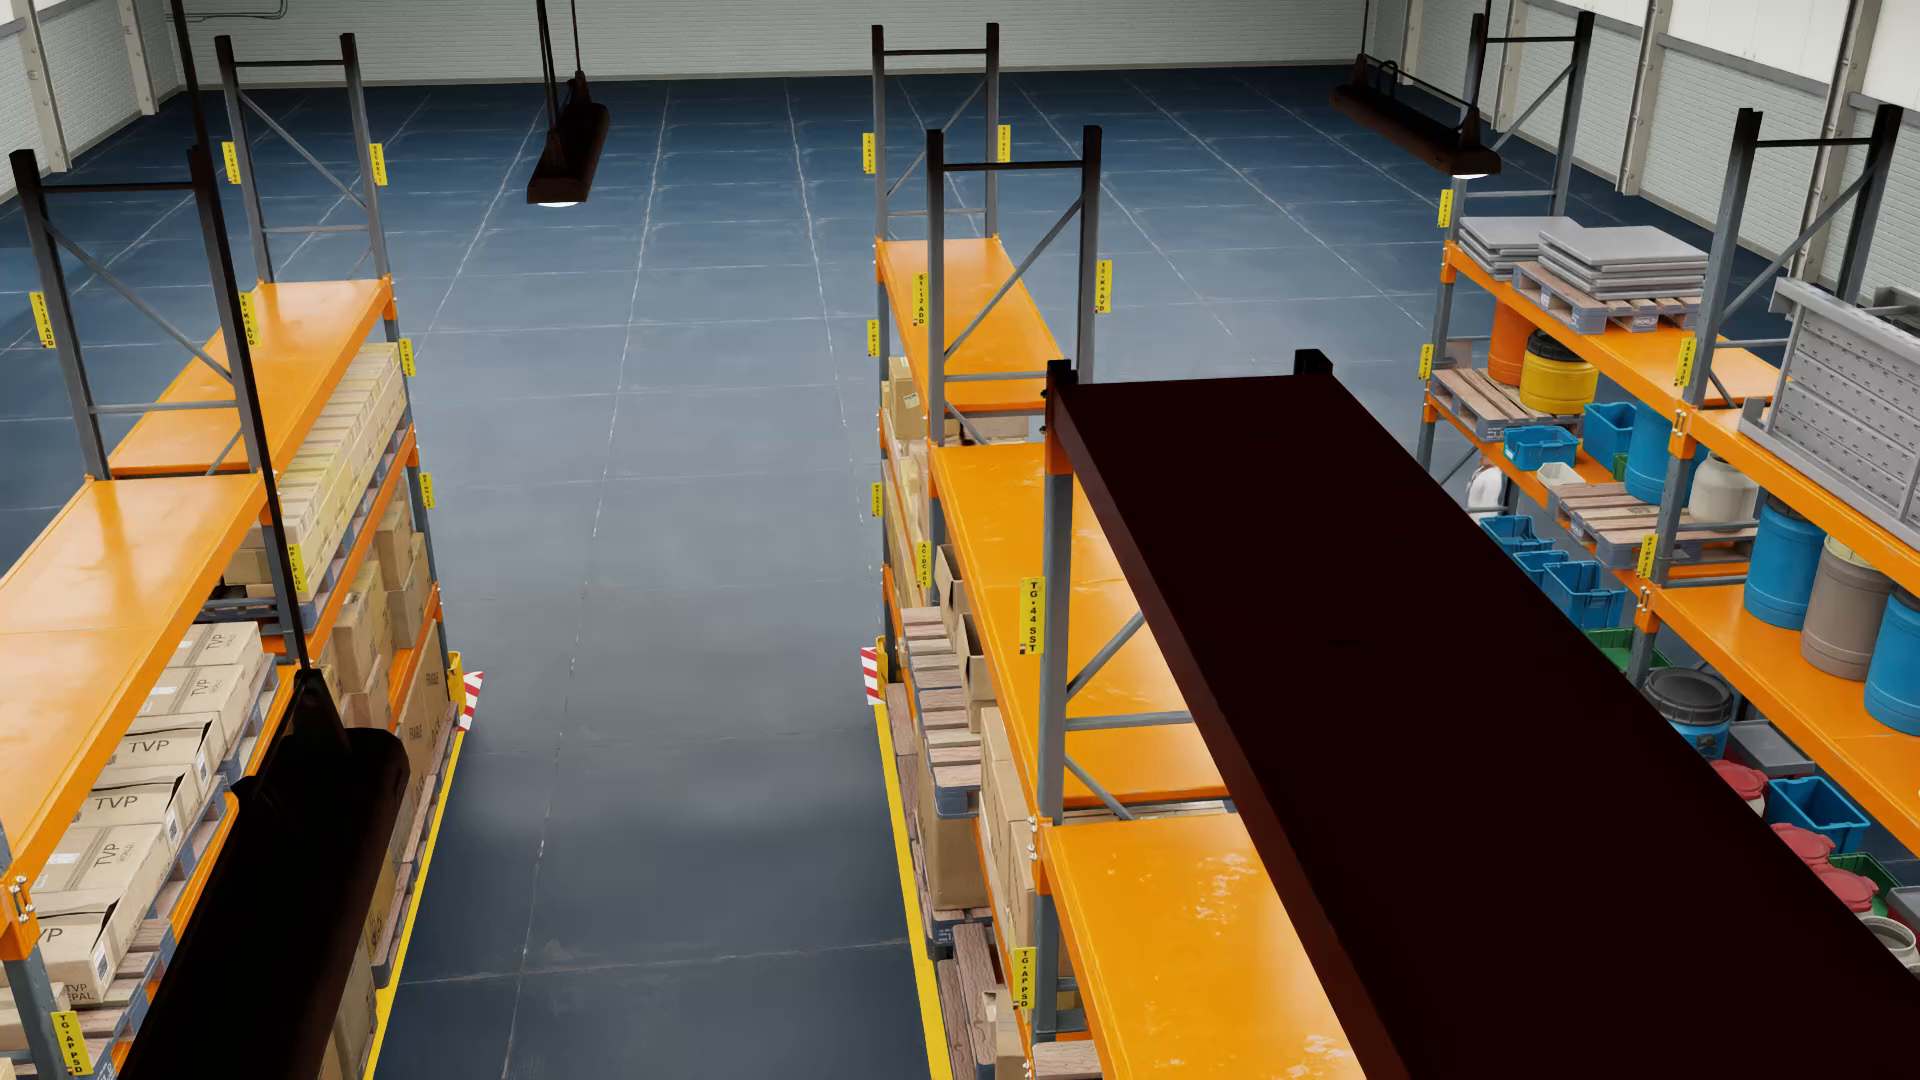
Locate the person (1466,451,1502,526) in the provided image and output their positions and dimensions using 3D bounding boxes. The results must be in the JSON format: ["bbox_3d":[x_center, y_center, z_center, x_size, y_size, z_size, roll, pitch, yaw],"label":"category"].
[{"bbox_3d":[5.313,-0.152,16.777,0.846,1.744,0.624,8,27,16],"label":"person"}]
